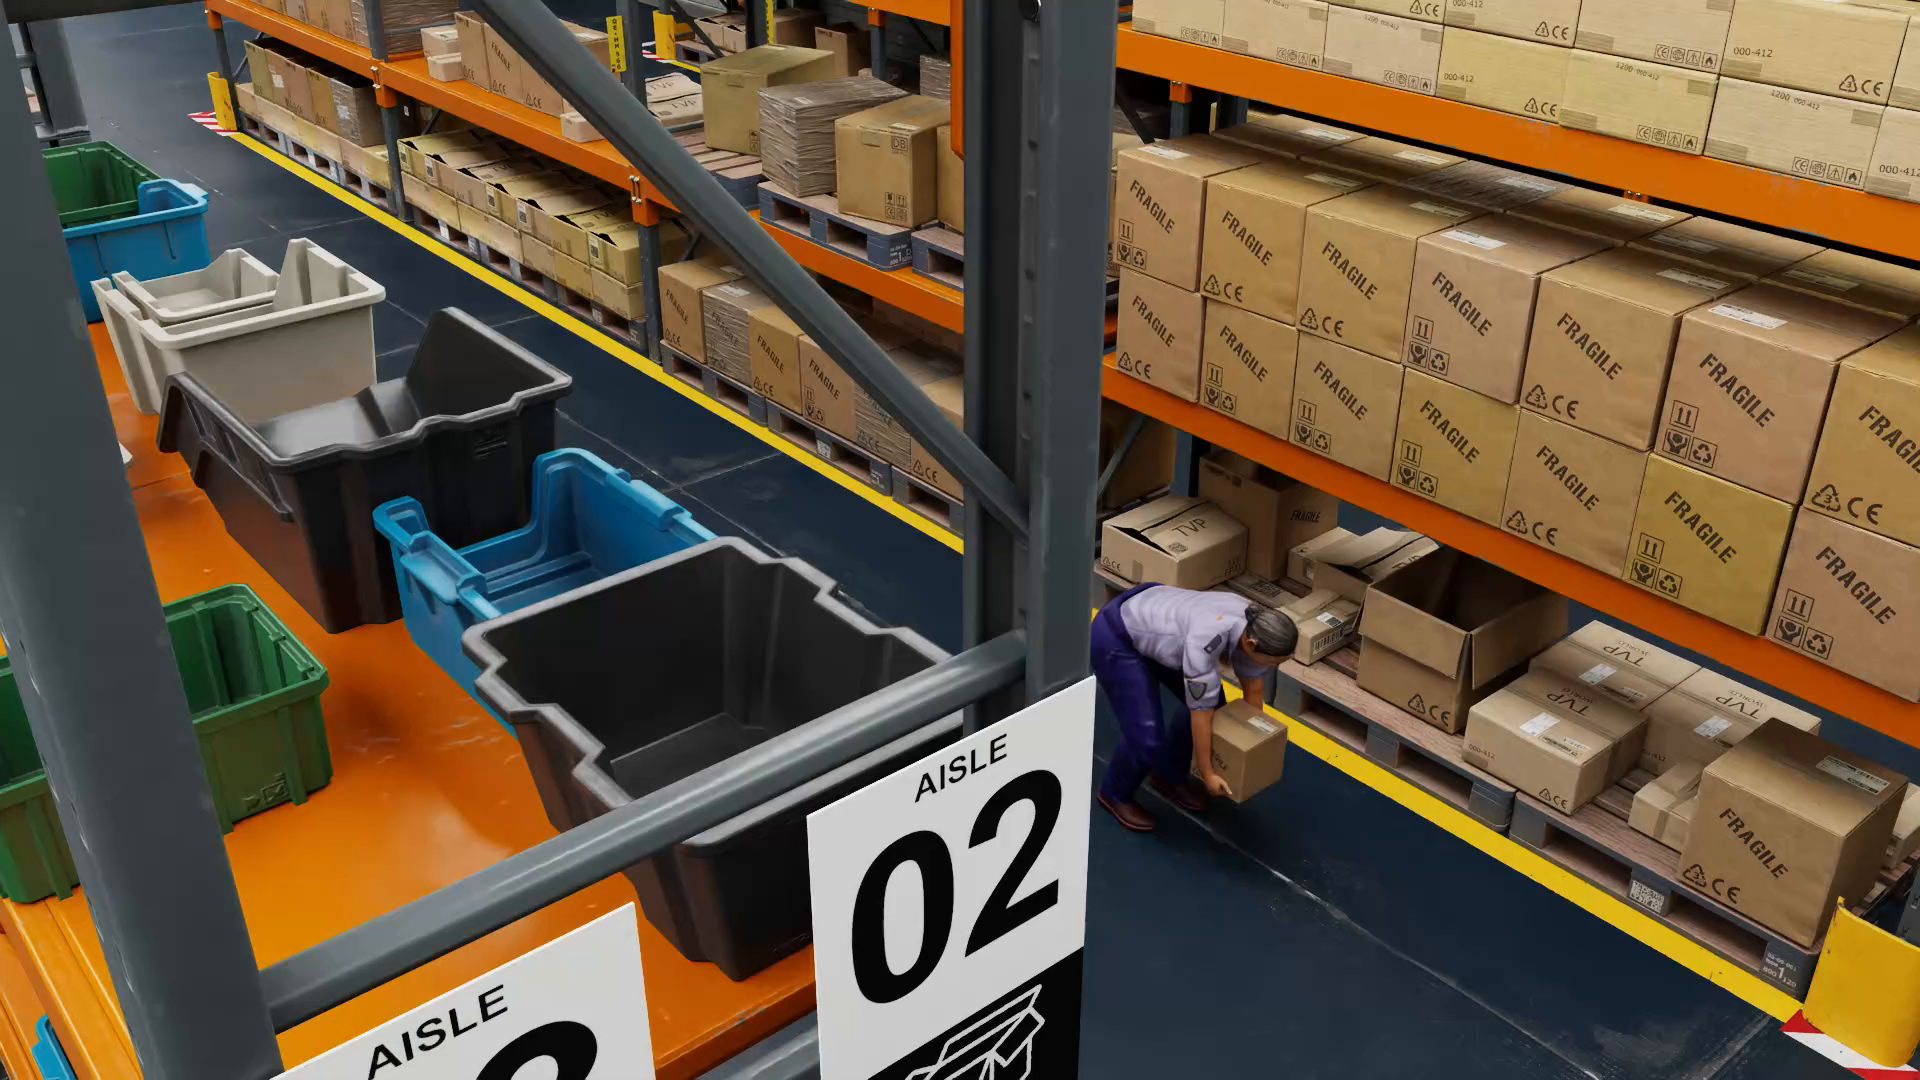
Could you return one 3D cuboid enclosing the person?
[{"bbox_3d":[0.893,0.652,6.498,0.483,1.113,0.877,-24,36,-37],"label":"person"}]
